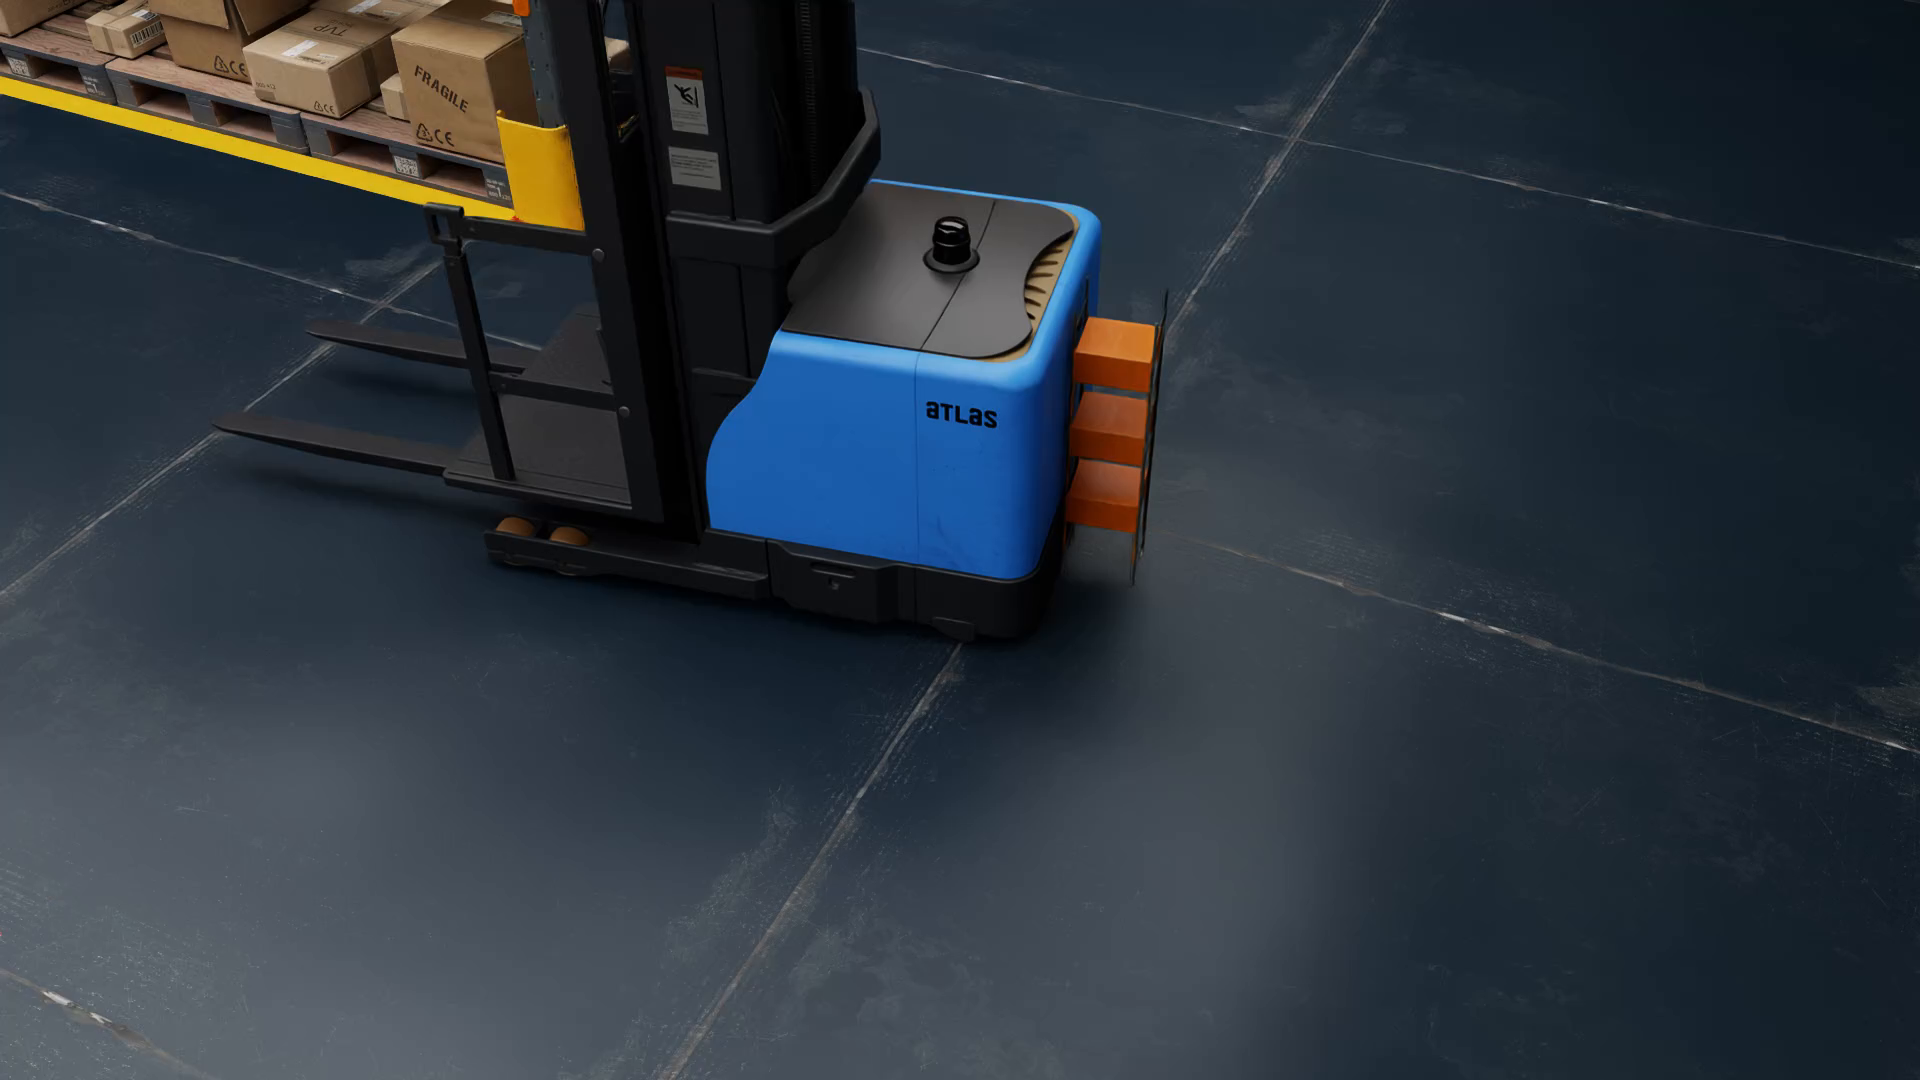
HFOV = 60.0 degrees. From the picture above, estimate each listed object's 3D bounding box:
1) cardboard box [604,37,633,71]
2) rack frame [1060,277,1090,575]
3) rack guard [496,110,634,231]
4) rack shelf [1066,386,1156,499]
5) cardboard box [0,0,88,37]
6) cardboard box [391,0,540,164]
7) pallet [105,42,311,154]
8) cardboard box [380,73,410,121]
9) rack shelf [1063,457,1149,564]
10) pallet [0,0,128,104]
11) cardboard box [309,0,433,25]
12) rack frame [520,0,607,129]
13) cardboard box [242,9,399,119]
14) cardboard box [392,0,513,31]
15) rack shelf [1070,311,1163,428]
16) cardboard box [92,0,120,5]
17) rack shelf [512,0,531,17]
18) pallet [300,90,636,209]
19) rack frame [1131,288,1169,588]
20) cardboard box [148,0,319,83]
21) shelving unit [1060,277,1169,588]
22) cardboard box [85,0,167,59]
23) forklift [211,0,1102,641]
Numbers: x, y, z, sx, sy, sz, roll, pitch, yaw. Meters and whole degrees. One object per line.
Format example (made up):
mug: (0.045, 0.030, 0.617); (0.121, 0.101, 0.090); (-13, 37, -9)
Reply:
cardboard box: (-1.760, -2.240, 7.885); (0.250, 0.149, 0.380); (17, 44, 19)
rack frame: (0.366, -0.342, 5.343); (0.008, 1.050, 0.200); (10, 42, 11)
rack guard: (-1.595, -1.907, 7.569); (0.348, 0.500, 1.175); (17, 44, 19)
rack shelf: (0.484, -0.313, 5.326); (0.240, 0.259, 0.215); (10, 42, 11)
cardboard box: (-4.862, -2.844, 8.458); (0.500, 0.311, 0.500); (17, 44, 19)
cardboard box: (-2.123, -2.057, 7.405); (0.500, 0.500, 0.500); (17, 44, 19)
pallet: (-3.419, -2.357, 8.308); (1.213, 0.211, 1.003); (17, 44, 19)
cardboard box: (-2.452, -2.096, 7.706); (0.250, 0.166, 0.380); (17, 44, 19)
rack shelf: (0.484, -0.103, 5.508); (0.240, 0.259, 0.215); (10, 42, 11)
pallet: (-4.529, -2.694, 8.697); (1.213, 0.211, 1.003); (17, 44, 19)
cardboard box: (-2.805, -2.554, 8.170); (0.500, 0.250, 0.500); (17, 44, 19)
rack frame: (-1.526, -2.831, 6.726); (0.127, 3.000, 1.000); (17, 44, 19)
cardboard box: (-2.971, -2.243, 7.811); (0.500, 0.250, 0.500); (17, 44, 19)
cardboard box: (-2.352, -2.415, 8.010); (0.500, 0.250, 0.500); (17, 44, 19)
rack shelf: (0.484, -0.528, 5.140); (0.240, 0.259, 0.215); (10, 42, 11)
cardboard box: (-4.515, -3.171, 8.691); (0.500, 0.500, 0.500); (17, 44, 19)
rack shelf: (-3.338, -3.113, 7.600); (4.000, 0.370, 1.077); (17, 44, 19)
pallet: (-2.318, -2.018, 7.918); (1.213, 0.211, 1.003); (17, 44, 19)
rack frame: (0.602, -0.301, 5.296); (0.008, 1.050, 0.200); (10, 42, 11)
cardboard box: (-3.446, -2.644, 8.081); (0.637, 0.503, 0.797); (17, 44, 19)
shelving unit: (0.484, -0.321, 5.319); (0.252, 1.050, 0.215); (10, 42, 11)
cardboard box: (-4.074, -2.556, 8.236); (0.250, 0.166, 0.380); (17, 44, 19)
forklift: (-1.105, -1.310, 5.024); (3.031, 2.935, 1.130); (10, 42, 11)
